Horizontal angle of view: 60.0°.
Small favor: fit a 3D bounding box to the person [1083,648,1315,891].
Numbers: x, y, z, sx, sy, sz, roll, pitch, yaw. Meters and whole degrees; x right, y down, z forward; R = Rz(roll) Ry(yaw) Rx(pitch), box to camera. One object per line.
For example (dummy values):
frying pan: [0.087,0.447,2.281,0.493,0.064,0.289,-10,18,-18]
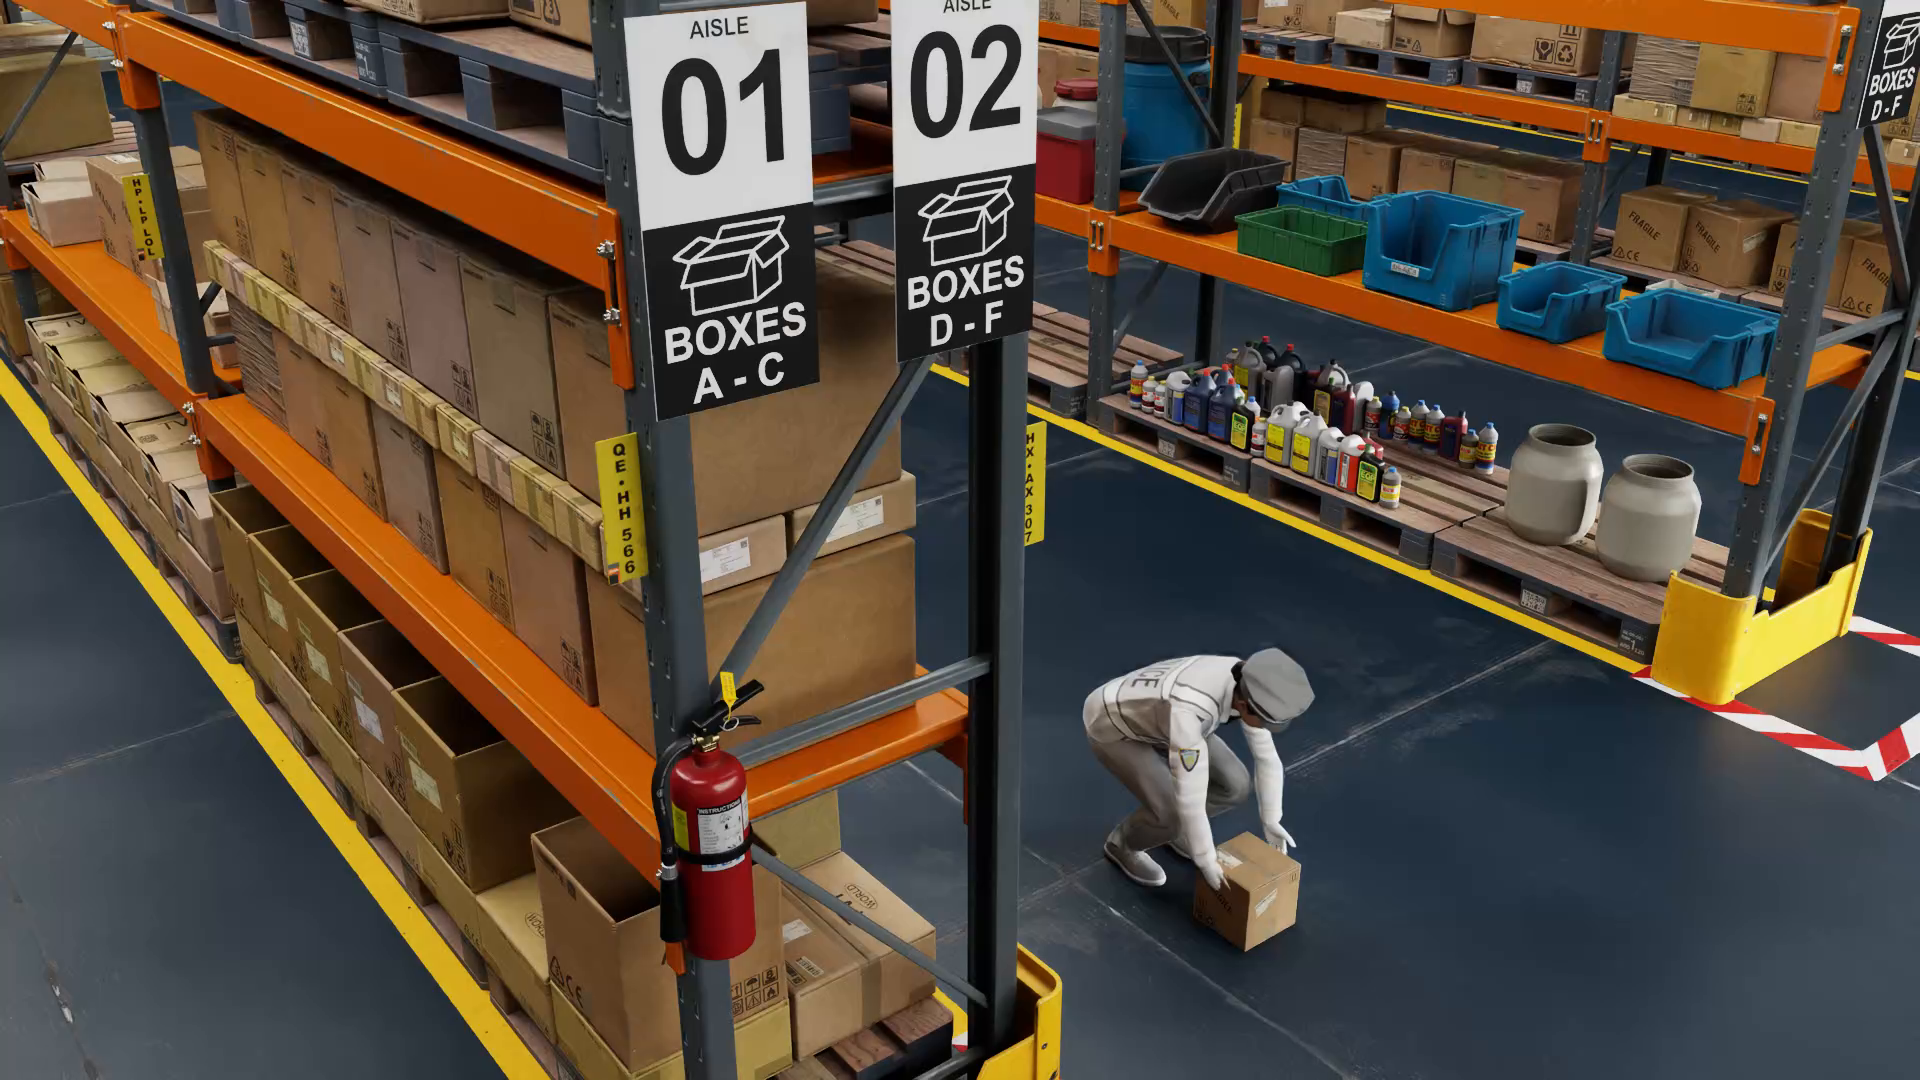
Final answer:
person: [0.821,0.748,5.808,0.489,0.984,0.845,-18,31,-34]
